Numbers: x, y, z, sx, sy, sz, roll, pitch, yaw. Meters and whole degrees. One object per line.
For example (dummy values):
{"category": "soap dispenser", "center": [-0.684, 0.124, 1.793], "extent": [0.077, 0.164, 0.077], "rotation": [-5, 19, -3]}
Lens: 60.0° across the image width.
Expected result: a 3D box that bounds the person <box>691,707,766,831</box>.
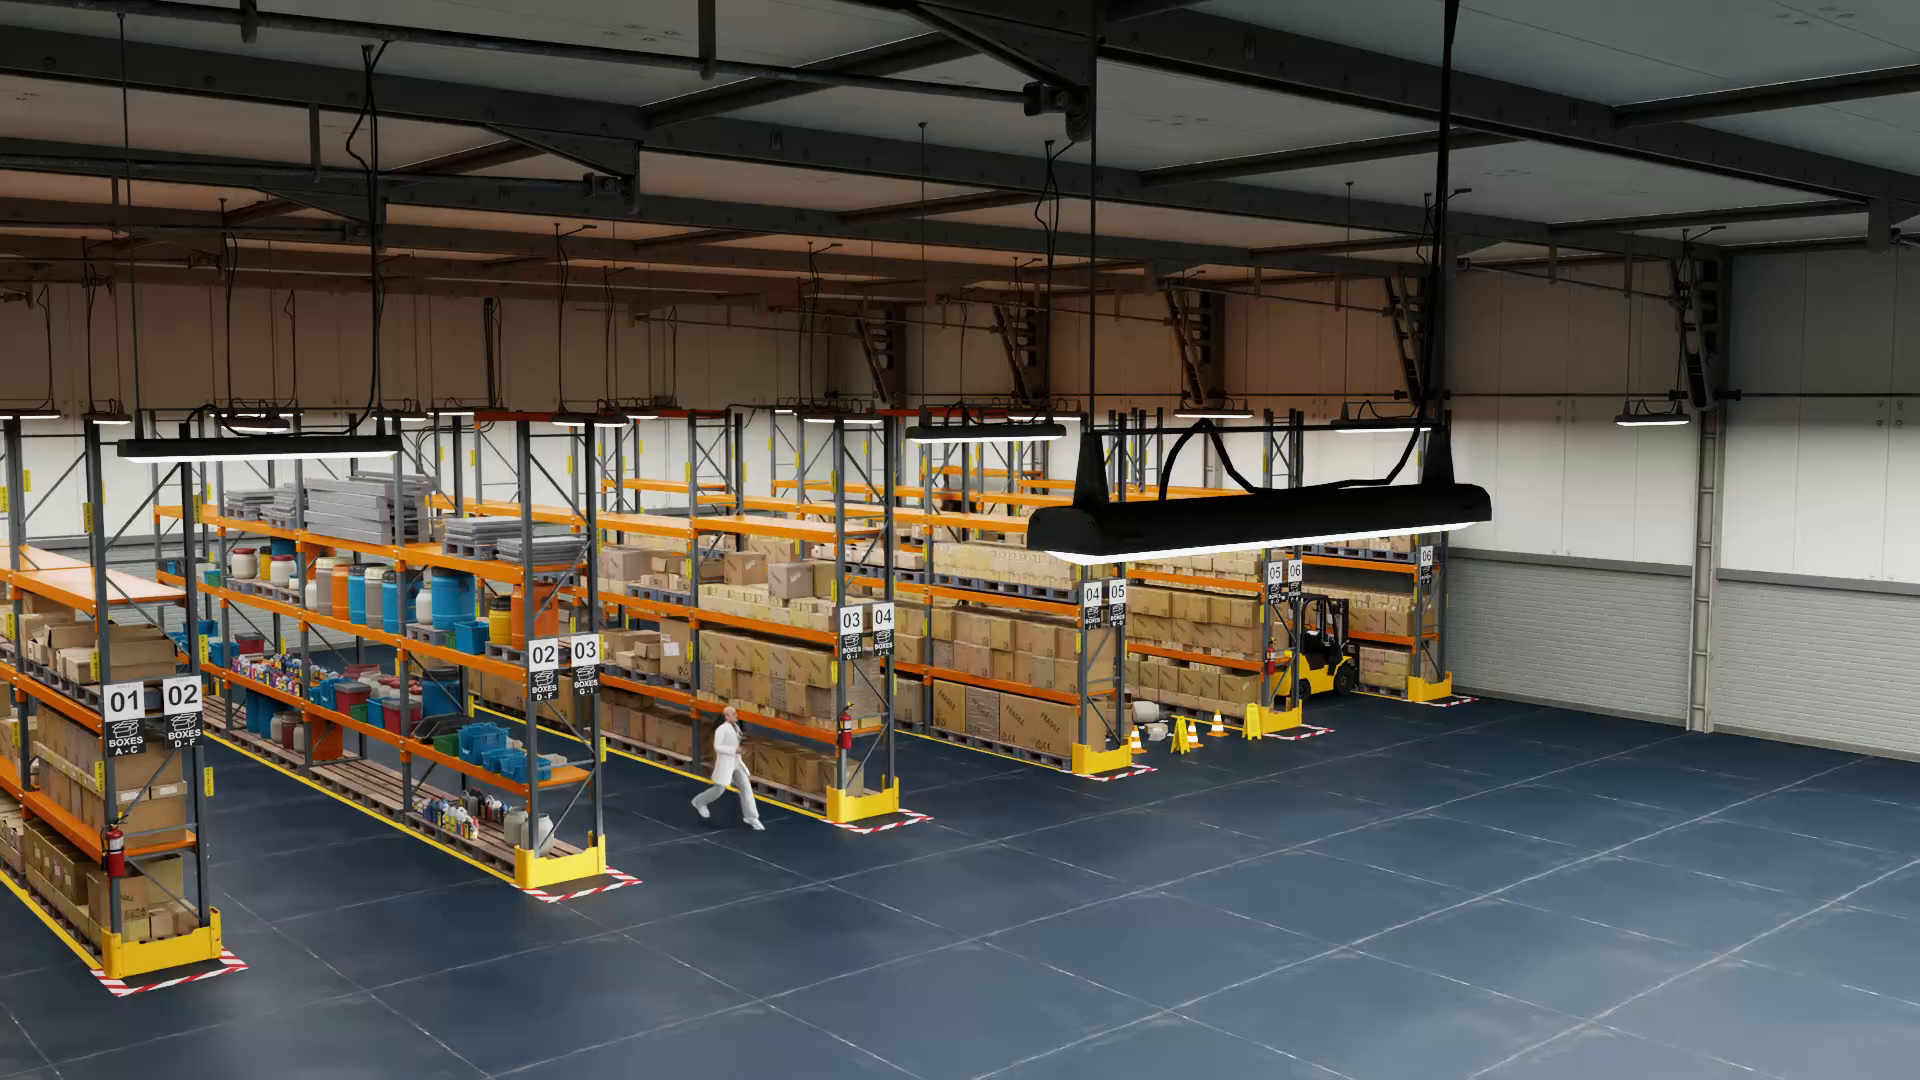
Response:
{"category": "person", "center": [-3.421, 3.322, 24.261], "extent": [1.195, 1.807, 0.668], "rotation": [3, 6, 29]}
